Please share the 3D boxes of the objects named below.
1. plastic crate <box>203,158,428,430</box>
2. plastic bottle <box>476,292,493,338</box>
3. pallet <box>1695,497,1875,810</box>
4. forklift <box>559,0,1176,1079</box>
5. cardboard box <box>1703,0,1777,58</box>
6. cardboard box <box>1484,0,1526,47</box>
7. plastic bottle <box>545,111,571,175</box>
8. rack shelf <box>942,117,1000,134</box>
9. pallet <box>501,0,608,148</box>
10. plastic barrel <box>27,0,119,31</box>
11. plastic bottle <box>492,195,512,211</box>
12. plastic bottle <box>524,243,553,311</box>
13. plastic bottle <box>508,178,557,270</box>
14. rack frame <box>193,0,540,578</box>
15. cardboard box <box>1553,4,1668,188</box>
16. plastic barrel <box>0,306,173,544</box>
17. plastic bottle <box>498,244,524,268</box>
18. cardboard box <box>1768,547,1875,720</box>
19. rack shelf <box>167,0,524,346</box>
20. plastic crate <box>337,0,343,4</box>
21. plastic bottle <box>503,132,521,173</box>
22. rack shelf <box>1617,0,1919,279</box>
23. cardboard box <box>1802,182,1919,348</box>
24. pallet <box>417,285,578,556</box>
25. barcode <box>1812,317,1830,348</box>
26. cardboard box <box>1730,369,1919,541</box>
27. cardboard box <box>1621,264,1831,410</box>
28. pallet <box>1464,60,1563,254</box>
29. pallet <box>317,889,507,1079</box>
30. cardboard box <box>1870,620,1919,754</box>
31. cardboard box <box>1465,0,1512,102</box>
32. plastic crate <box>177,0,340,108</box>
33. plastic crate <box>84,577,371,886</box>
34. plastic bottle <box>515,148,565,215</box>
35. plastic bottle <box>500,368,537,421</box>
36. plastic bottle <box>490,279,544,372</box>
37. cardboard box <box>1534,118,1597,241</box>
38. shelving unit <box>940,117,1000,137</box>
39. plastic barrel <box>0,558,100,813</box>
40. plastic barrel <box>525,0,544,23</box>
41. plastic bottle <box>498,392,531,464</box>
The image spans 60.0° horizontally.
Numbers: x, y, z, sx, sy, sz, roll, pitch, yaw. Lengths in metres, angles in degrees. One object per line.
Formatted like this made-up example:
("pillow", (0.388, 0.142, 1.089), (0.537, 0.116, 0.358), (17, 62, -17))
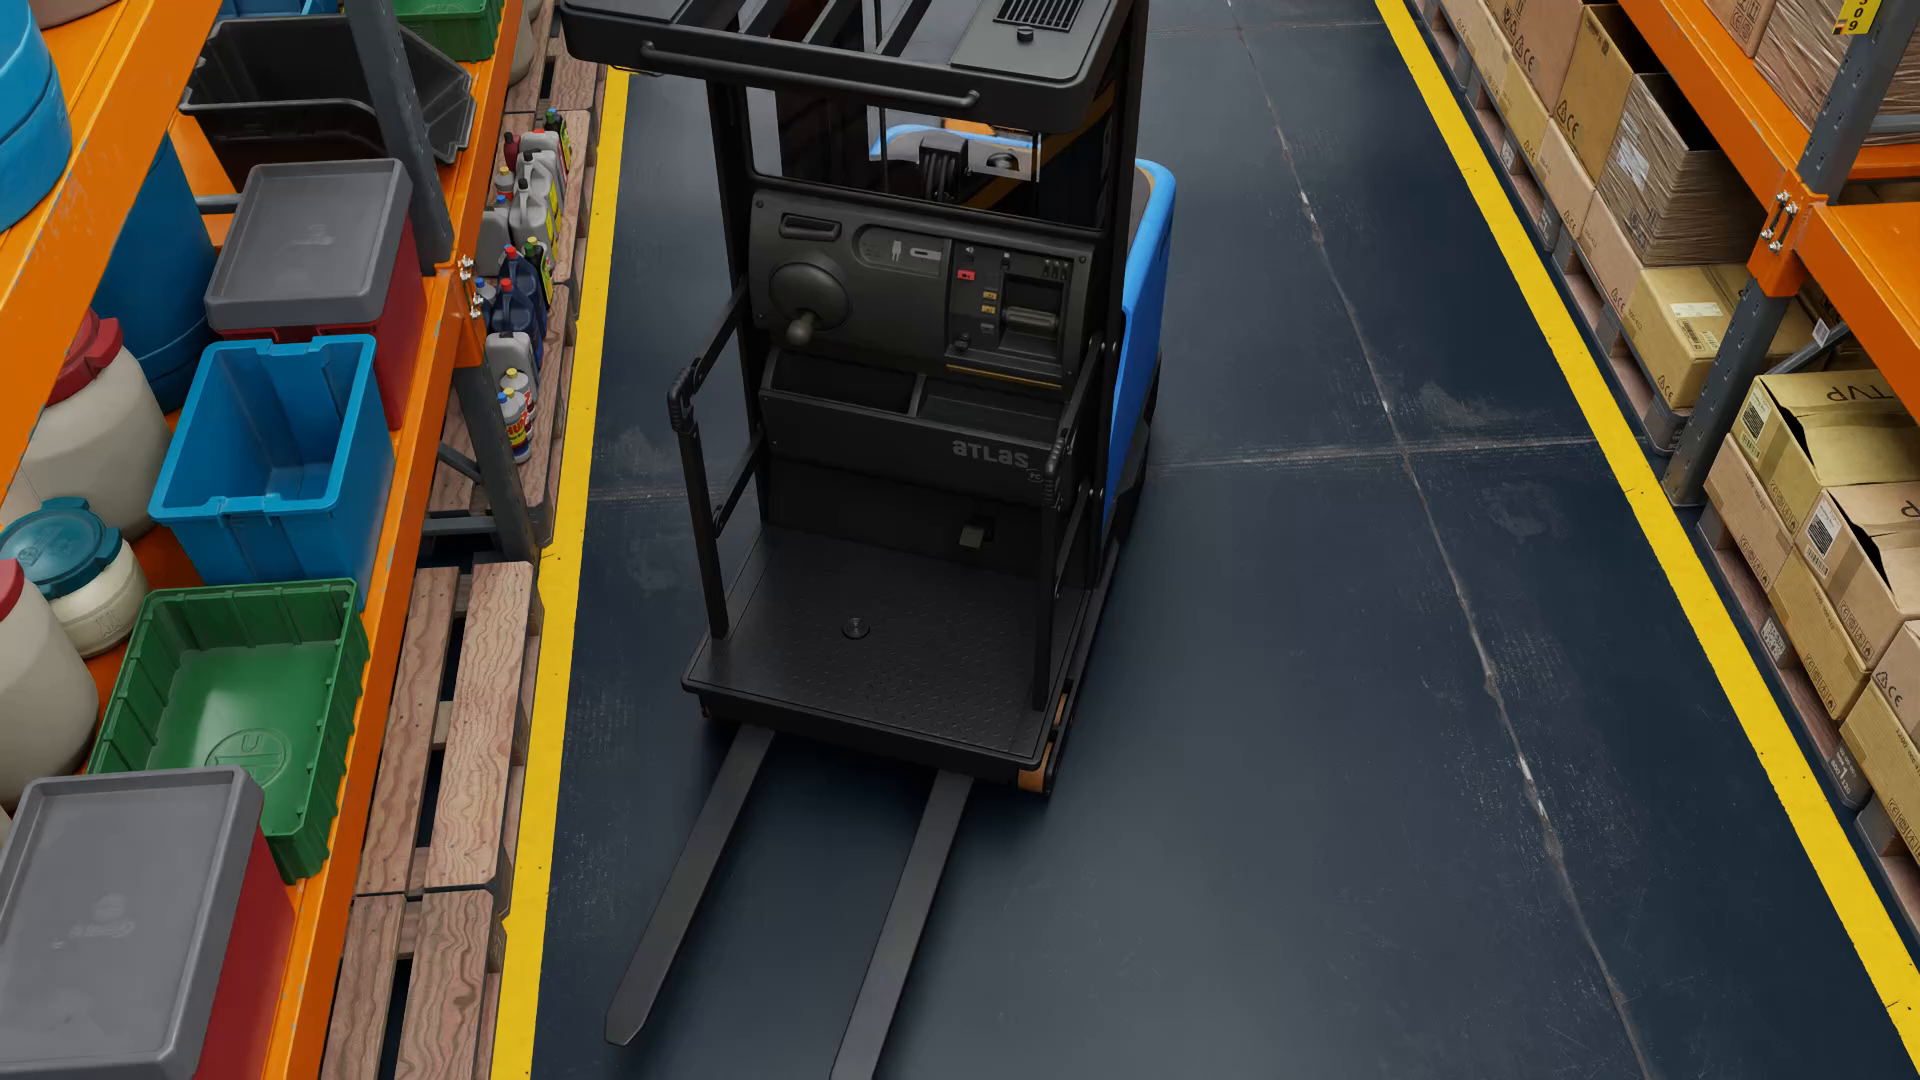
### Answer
("plastic crate", (-1.590, -0.608, 4.215), (0.402, 0.464, 0.583), (-3, 47, -3))
("plastic bottle", (-1.733, -0.758, 5.924), (0.144, 0.351, 0.185), (-3, 47, -3))
("pallet", (3.101, 0.274, 5.345), (1.003, 0.211, 1.213), (-3, 47, -3))
("forklift", (-0.172, -0.570, 4.271), (1.130, 2.935, 3.031), (12, 48, 11))
("cardboard box", (2.907, -1.952, 5.464), (0.700, 0.500, 0.500), (-4, 47, -4))
("cardboard box", (2.588, -2.442, 7.085), (0.500, 0.500, 0.500), (-3, 47, -3))
("plastic bottle", (-1.652, -1.643, 6.808), (0.061, 0.283, 0.133), (-2, 47, -2))
("rack shelf", (0.042, -1.353, 5.926), (0.215, 0.259, 0.240), (-2, 47, 1))
("pallet", (-2.154, -2.212, 7.700), (1.003, 0.211, 1.213), (-3, 47, -3))
("plastic barrel", (-1.622, -1.293, 2.498), (0.600, 0.901, 0.600), (0, 47, 0))
("plastic bottle", (-1.773, -1.255, 6.497), (0.097, 0.201, 0.097), (0, 47, 0))
("plastic bottle", (-1.578, -1.002, 6.201), (0.061, 0.283, 0.133), (-2, 47, -2))
("plastic bottle", (-1.641, -1.211, 6.352), (0.144, 0.351, 0.185), (-4, 47, -4))
("rack frame", (-1.935, -0.917, 4.553), (1.000, 3.000, 0.127), (-3, 47, -3))
("cardboard box", (2.668, -1.719, 6.400), (0.500, 0.500, 0.500), (-3, 47, -3))
("plastic barrel", (-2.074, -0.258, 3.835), (0.433, 0.535, 0.433), (0, 47, 0))
("plastic bottle", (-1.655, -0.980, 6.189), (0.097, 0.271, 0.097), (0, 47, 0))
("cardboard box", (2.829, 0.262, 5.040), (0.500, 0.250, 0.500), (-2, 47, -2))
("rack shelf", (-2.103, -2.117, 6.184), (1.077, 0.370, 4.000), (-3, 47, -3))
("plastic crate", (-2.324, -1.986, 5.747), (0.530, 0.136, 0.437), (-3, 47, -3))
("plastic bottle", (-1.792, -1.536, 6.706), (0.061, 0.283, 0.133), (-3, 47, -3))
("rack shelf", (2.833, -2.415, 6.467), (1.077, 0.370, 4.000), (-3, 47, -3))
("cardboard box", (3.274, -1.027, 5.745), (0.500, 0.500, 0.500), (-3, 47, -3))
("pallet", (-1.950, -0.447, 6.028), (1.003, 0.211, 1.213), (-3, 47, -3))
("barcode", (2.607, -0.628, 5.036), (0.001, 0.075, 0.075), (-3, 47, -3))
("cardboard box", (2.787, -0.293, 5.180), (0.500, 0.311, 0.500), (-3, 47, -3))
("cardboard box", (2.744, -0.737, 5.986), (0.500, 0.250, 0.500), (-3, 47, -3))
("pallet", (2.871, -1.720, 7.233), (1.003, 0.211, 1.213), (-3, 47, -3))
("pallet", (-1.726, 1.492, 4.191), (1.003, 0.211, 1.213), (-3, 47, -3))
("cardboard box", (2.868, 0.444, 4.482), (0.500, 0.311, 0.500), (-5, 47, -5))
("cardboard box", (2.576, -2.184, 7.357), (0.500, 0.250, 0.500), (-3, 47, -3))
("plastic crate", (-2.299, -1.650, 5.350), (0.499, 0.251, 0.616), (-3, 47, -3))
("plastic crate", (-1.508, 0.398, 3.453), (0.450, 0.188, 0.662), (-3, 47, -3))
("plastic bottle", (-1.674, -1.439, 6.620), (0.152, 0.276, 0.135), (-5, 47, -4))
("plastic bottle", (-1.542, -0.511, 5.792), (0.097, 0.201, 0.097), (0, 47, 0))
("plastic bottle", (-1.589, -0.767, 5.932), (0.144, 0.351, 0.185), (-2, 47, -2))
("cardboard box", (2.656, -1.460, 6.671), (0.500, 0.250, 0.500), (-3, 47, -3))
("shelving unit", (0.053, -1.165, 6.124), (0.215, 1.050, 0.252), (-2, 47, 1))
("plastic barrel", (-2.012, 0.272, 3.333), (0.433, 0.535, 0.433), (0, 47, 0))
("plastic barrel", (-2.139, -2.629, 7.598), (0.421, 0.512, 0.421), (0, 47, 0))
("plastic bottle", (-1.525, -0.388, 5.627), (0.097, 0.271, 0.097), (0, 47, 0))
